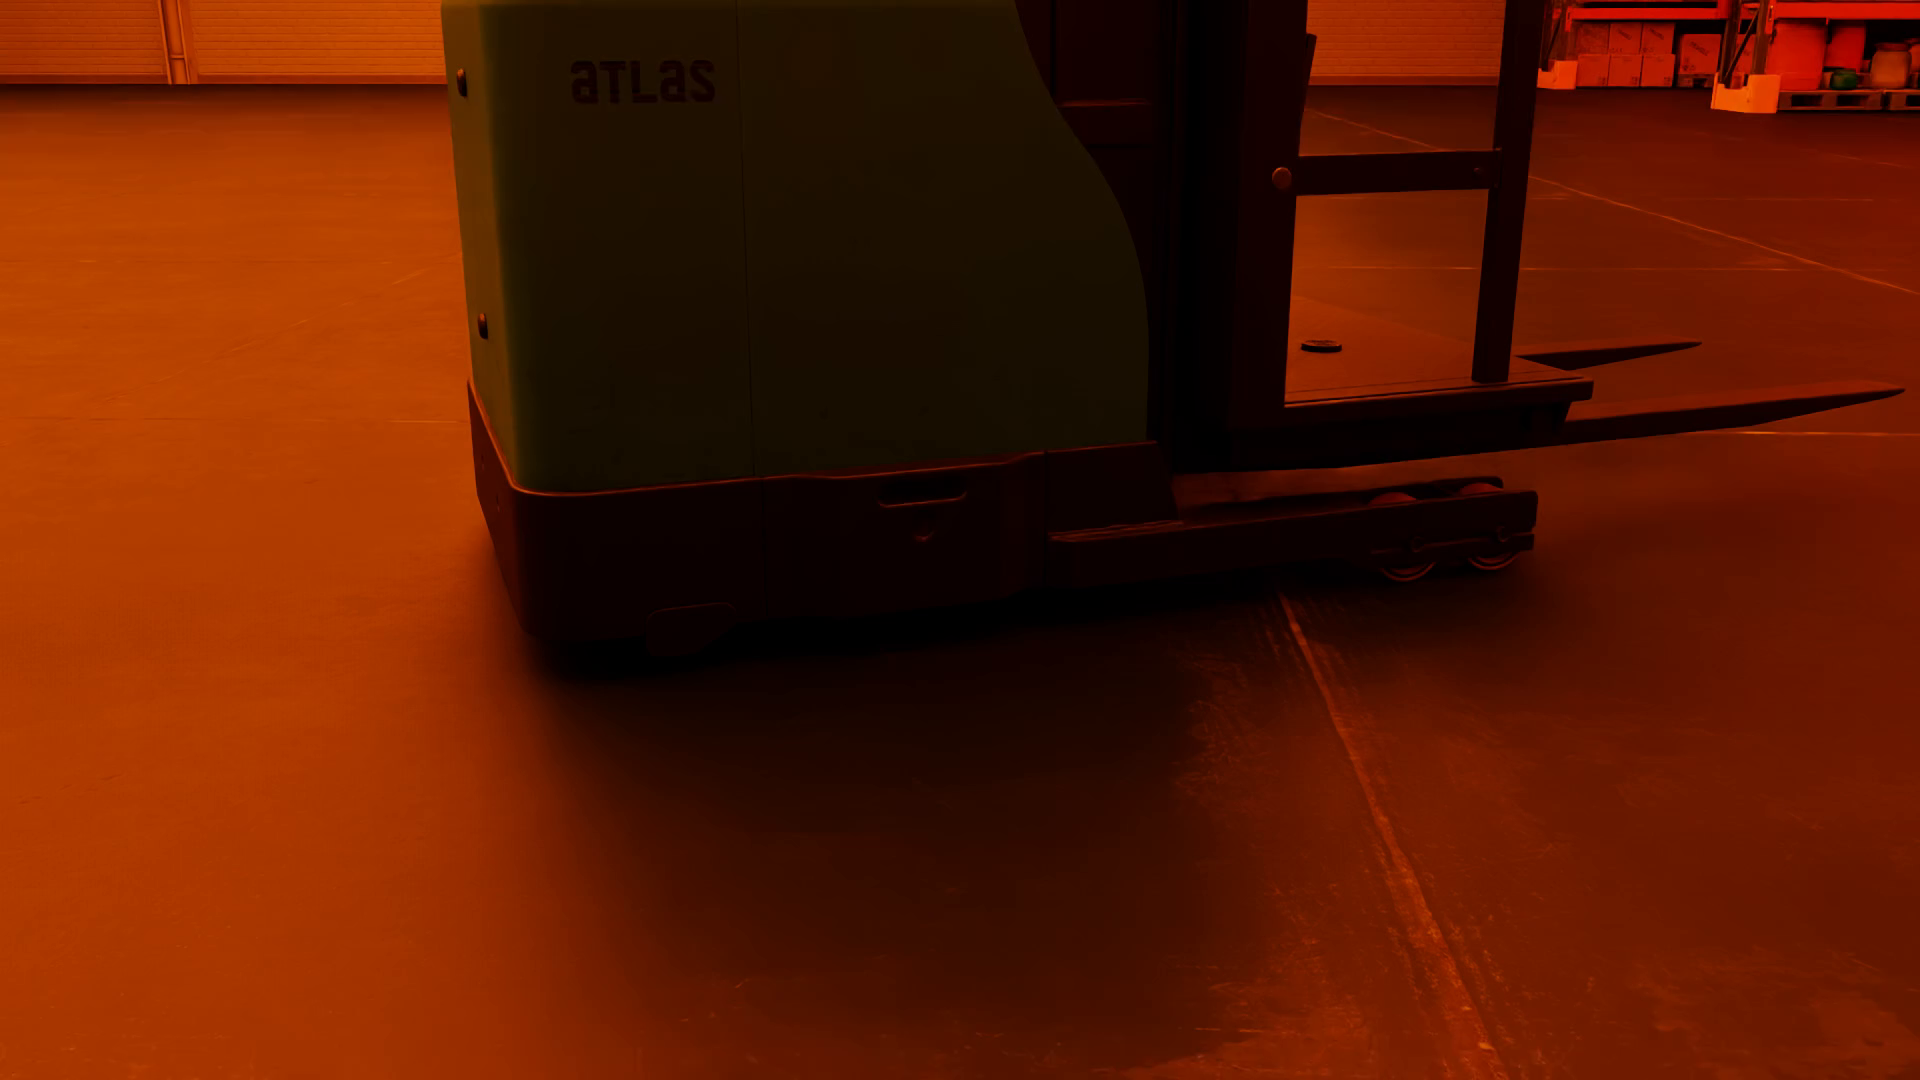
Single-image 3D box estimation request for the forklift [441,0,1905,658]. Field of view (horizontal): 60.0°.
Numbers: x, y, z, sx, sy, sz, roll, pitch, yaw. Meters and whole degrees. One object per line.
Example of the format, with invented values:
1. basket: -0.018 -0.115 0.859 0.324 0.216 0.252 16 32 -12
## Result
1. forklift: 0.571 -1.462 3.137 3.031 2.935 1.130 -6 18 -19
